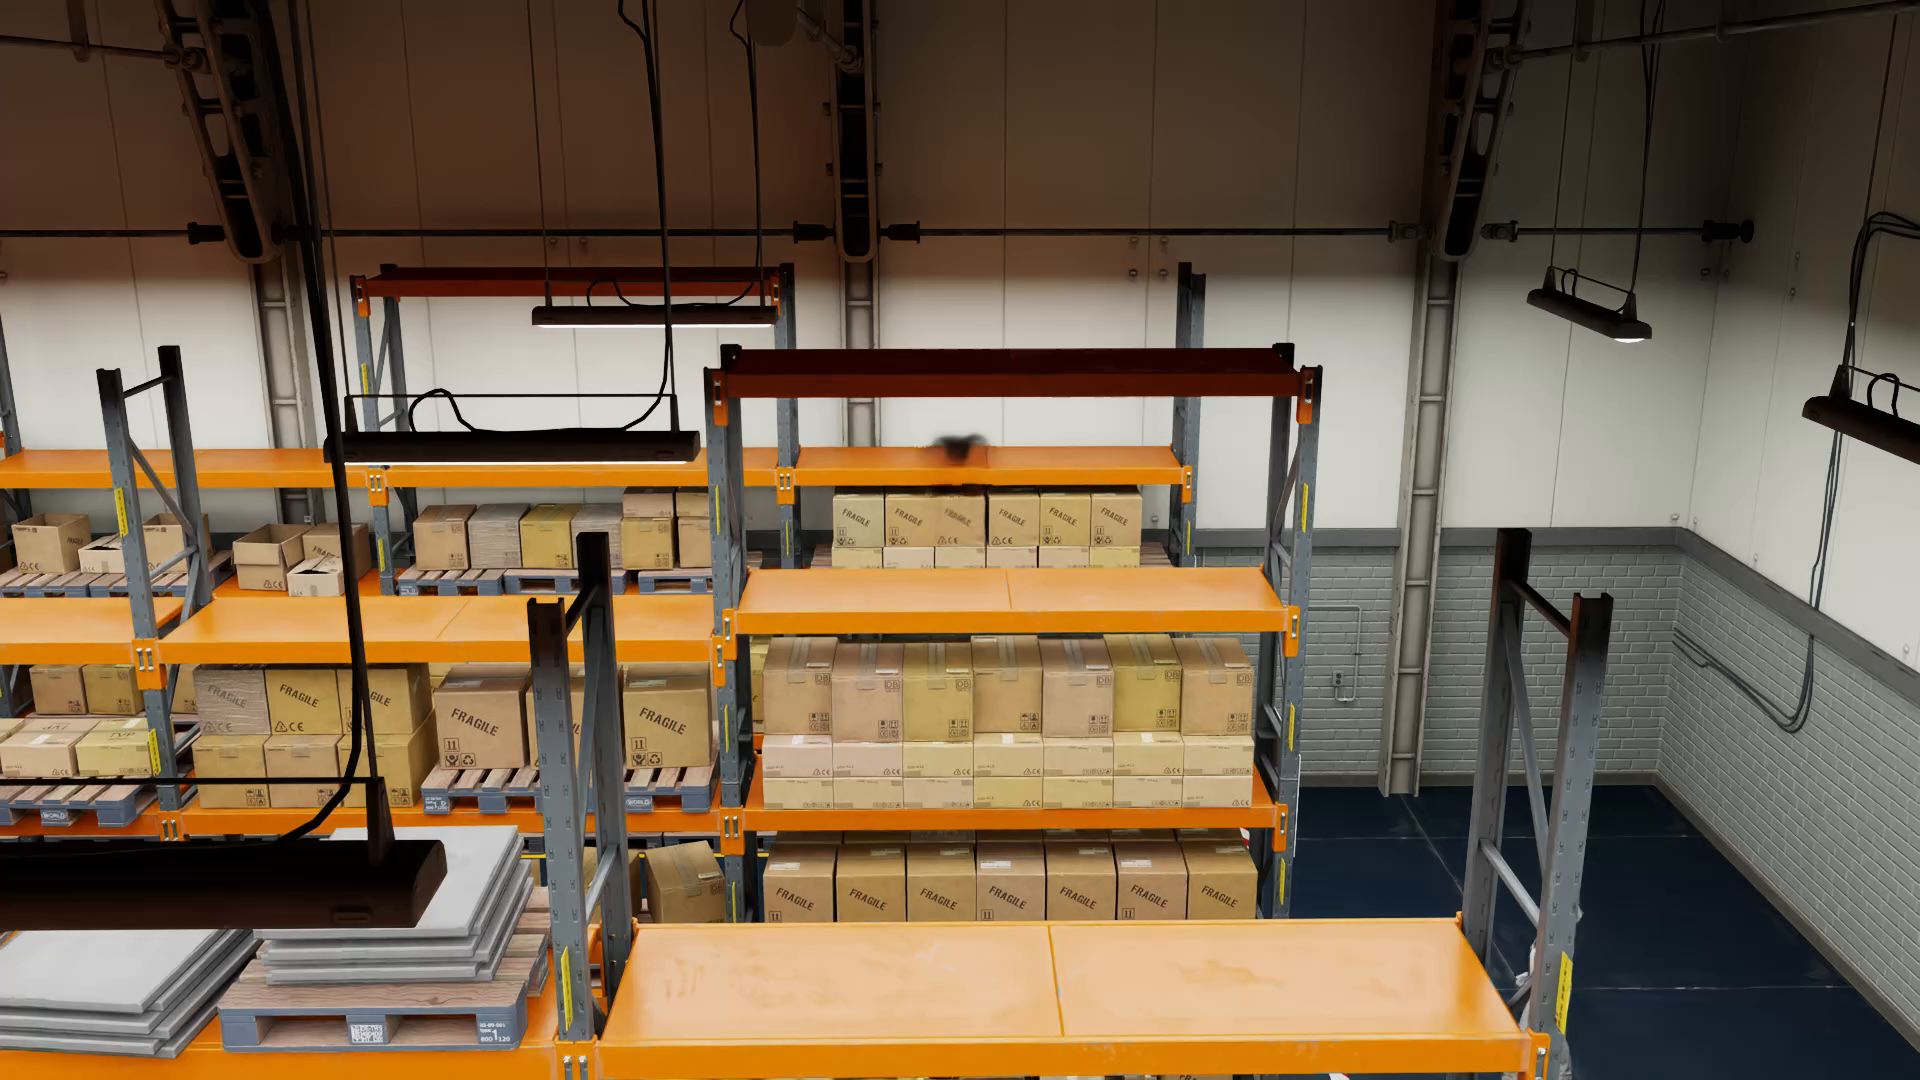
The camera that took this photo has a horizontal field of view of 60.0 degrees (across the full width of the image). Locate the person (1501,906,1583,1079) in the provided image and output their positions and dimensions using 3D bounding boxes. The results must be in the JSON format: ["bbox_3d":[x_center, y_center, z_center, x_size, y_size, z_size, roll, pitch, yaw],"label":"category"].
[{"bbox_3d":[4.599,3.608,13.206,0.659,1.726,0.543,3,16,12],"label":"person"}]
